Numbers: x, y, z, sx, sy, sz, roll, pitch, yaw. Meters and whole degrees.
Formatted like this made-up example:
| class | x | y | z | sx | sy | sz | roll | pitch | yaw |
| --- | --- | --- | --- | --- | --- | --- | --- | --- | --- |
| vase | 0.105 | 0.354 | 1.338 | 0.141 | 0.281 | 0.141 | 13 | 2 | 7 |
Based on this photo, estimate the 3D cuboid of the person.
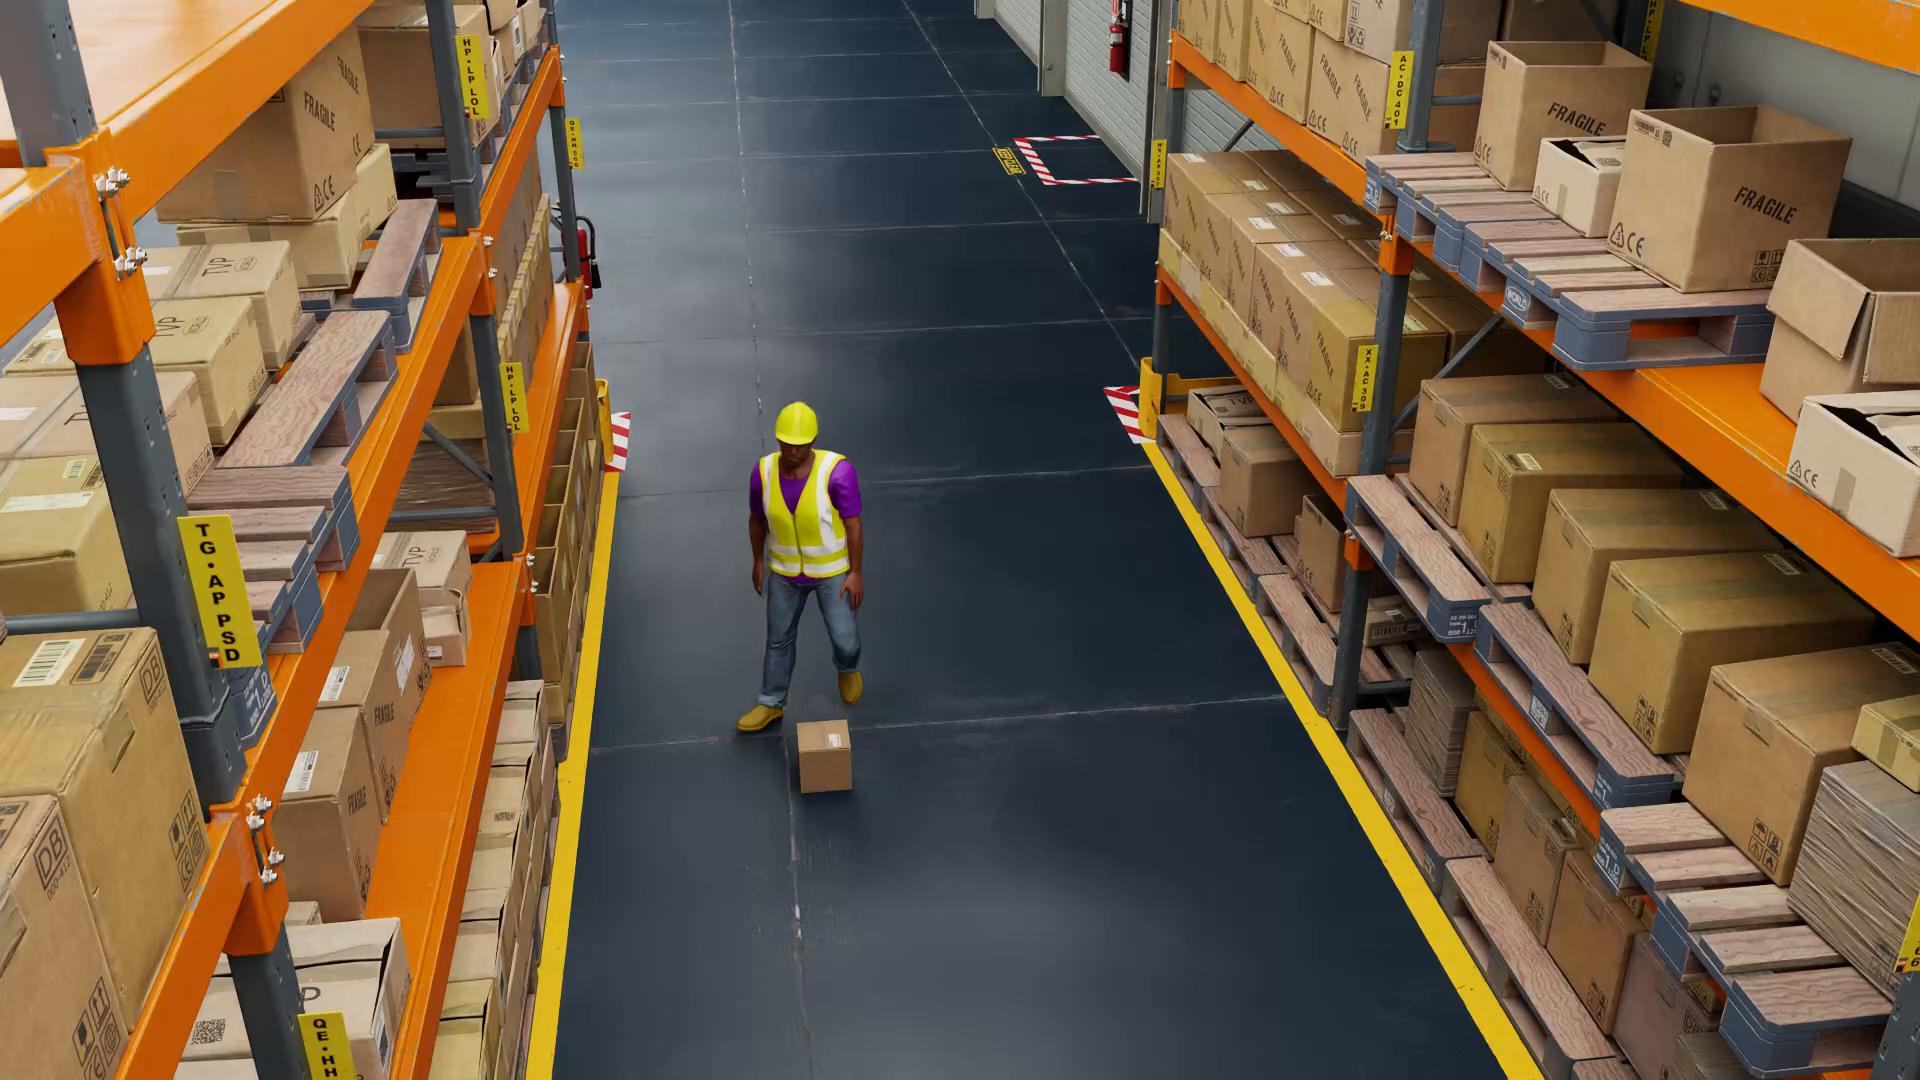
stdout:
| class | x | y | z | sx | sy | sz | roll | pitch | yaw |
| --- | --- | --- | --- | --- | --- | --- | --- | --- | --- |
| person | -0.776 | 0.127 | 8.300 | 0.665 | 1.765 | 0.562 | 6 | 28 | 11 |
